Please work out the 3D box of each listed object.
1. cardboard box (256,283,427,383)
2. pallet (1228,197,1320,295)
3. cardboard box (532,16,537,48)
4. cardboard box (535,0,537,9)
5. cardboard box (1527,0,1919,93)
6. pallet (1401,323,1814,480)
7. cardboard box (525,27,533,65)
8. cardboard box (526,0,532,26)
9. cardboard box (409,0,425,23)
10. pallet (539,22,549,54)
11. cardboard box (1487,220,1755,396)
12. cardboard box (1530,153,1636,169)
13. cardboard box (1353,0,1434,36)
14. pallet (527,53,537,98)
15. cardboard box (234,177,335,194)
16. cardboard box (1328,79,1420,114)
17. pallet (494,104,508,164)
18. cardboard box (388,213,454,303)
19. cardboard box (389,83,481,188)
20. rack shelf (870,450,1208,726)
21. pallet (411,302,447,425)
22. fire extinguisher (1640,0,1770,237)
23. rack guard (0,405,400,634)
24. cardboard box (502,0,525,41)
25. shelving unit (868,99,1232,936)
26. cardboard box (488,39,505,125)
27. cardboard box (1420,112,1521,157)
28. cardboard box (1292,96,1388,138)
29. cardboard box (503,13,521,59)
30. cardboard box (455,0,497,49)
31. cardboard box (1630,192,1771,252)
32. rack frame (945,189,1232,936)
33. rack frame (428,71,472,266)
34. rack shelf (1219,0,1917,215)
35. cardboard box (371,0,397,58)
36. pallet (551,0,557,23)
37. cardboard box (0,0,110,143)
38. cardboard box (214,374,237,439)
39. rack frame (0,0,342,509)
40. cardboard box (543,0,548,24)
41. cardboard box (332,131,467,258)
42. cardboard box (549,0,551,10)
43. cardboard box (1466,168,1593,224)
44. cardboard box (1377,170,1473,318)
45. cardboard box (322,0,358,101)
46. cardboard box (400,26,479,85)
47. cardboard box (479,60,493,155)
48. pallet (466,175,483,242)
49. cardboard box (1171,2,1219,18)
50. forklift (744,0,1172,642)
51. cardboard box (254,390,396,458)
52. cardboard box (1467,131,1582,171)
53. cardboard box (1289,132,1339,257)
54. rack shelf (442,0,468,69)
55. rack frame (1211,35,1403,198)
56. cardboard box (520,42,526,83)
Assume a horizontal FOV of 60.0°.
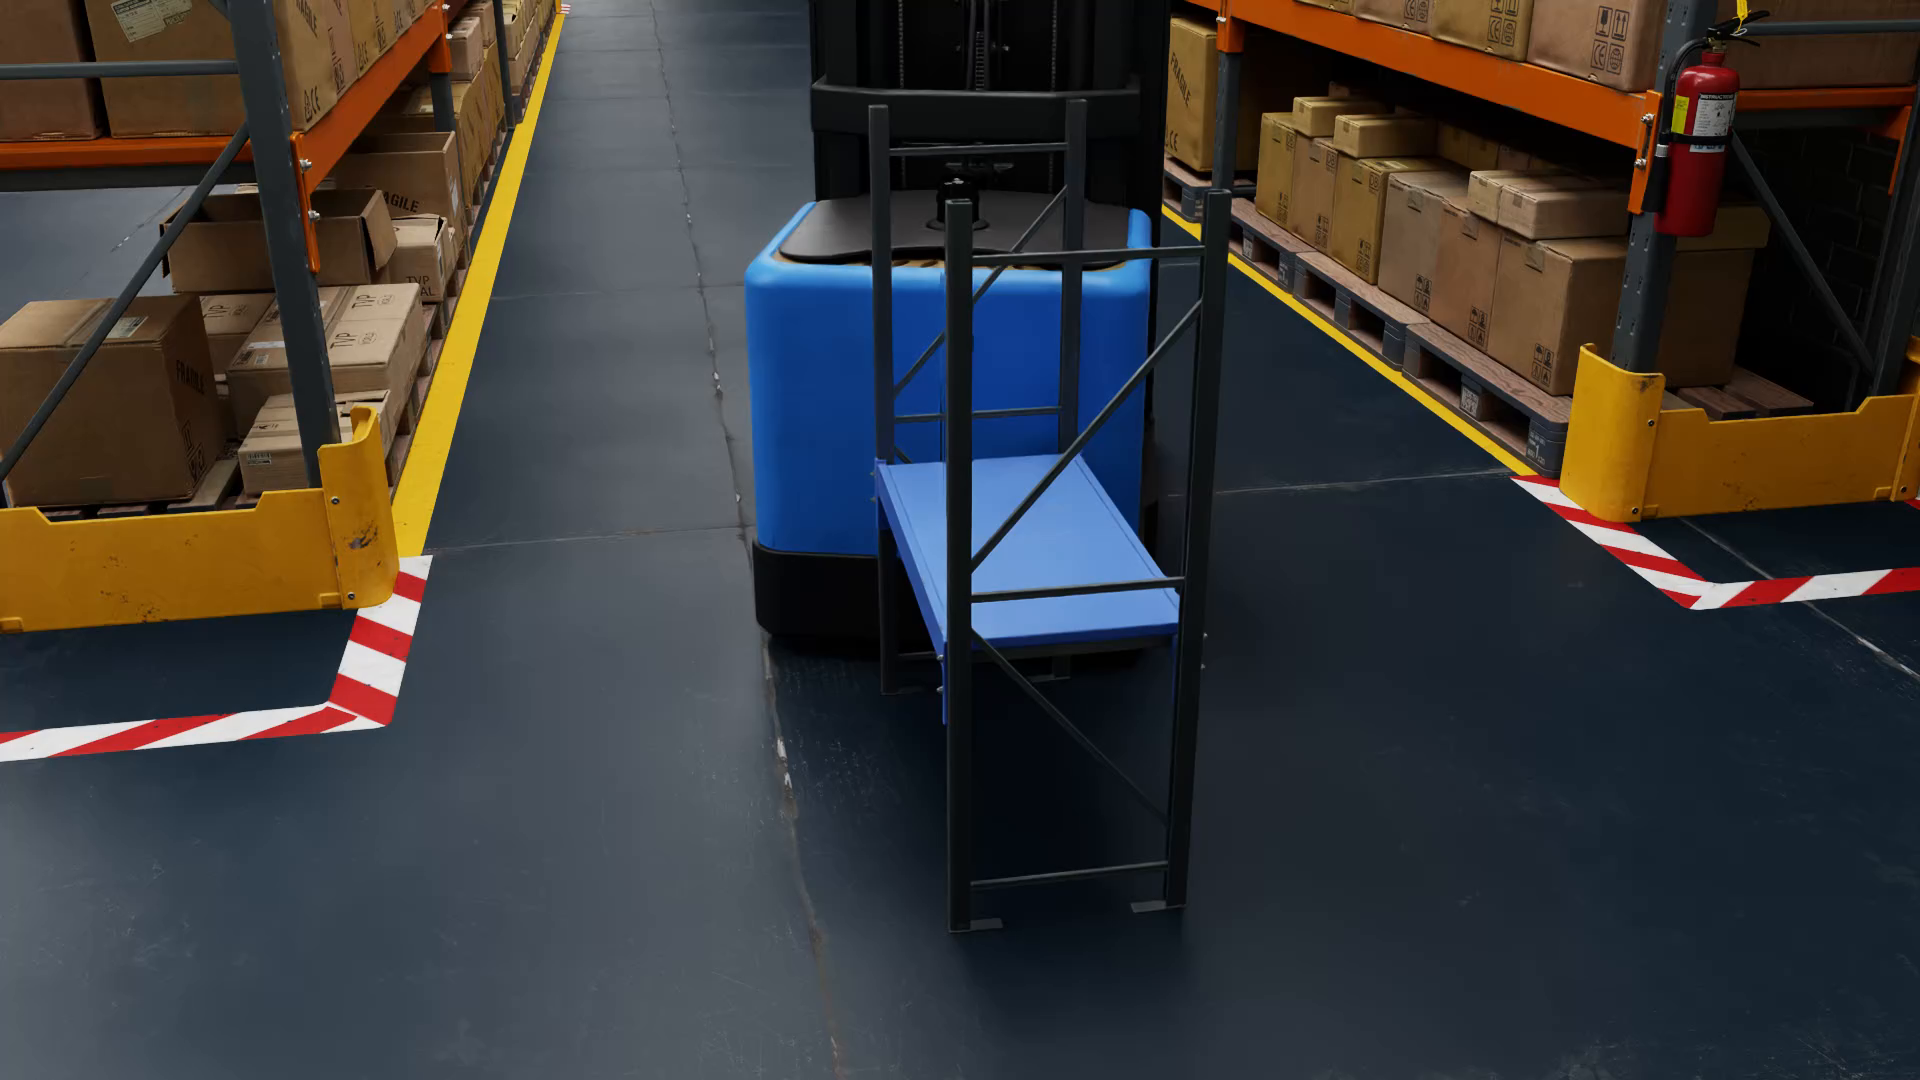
[{"bbox_3d":[-2.254,-0.747,6.099,0.500,0.250,0.500,-4,24,-10],"label":"cardboard box"},{"bbox_3d":[1.945,-1.536,8.504,1.003,0.211,1.213,-4,24,-10],"label":"pallet"},{"bbox_3d":[-4.013,-4.489,14.692,0.500,0.250,0.500,-5,24,-11],"label":"cardboard box"},{"bbox_3d":[-4.109,-4.949,15.044,0.500,0.311,0.500,-4,24,-10],"label":"cardboard box"},{"bbox_3d":[2.516,-1.883,5.439,0.980,0.700,0.700,-3,24,-7],"label":"cardboard box"},{"bbox_3d":[2.396,-0.576,6.306,1.003,0.211,1.213,-4,24,-10],"label":"pallet"},{"bbox_3d":[-3.825,-4.088,13.773,0.500,0.250,0.500,-4,24,-9],"label":"cardboard box"},{"bbox_3d":[-3.917,-4.548,14.126,0.500,0.311,0.500,-4,24,-10],"label":"cardboard box"},{"bbox_3d":[-2.545,-2.416,6.910,0.500,0.500,0.500,-4,24,-8],"label":"cardboard box"},{"bbox_3d":[-4.572,-4.936,16.287,1.003,0.211,1.213,-4,24,-10],"label":"pallet"},{"bbox_3d":[2.393,-0.861,6.071,0.700,0.500,0.500,-4,24,-10],"label":"cardboard box"},{"bbox_3d":[2.472,-1.421,6.544,0.380,0.149,0.250,-4,24,-9],"label":"cardboard box"},{"bbox_3d":[2.239,-2.469,6.780,0.980,0.700,0.700,-5,24,-12],"label":"cardboard box"},{"bbox_3d":[-4.062,-3.852,13.806,1.003,0.211,1.213,-4,24,-10],"label":"pallet"},{"bbox_3d":[-3.122,-1.539,7.836,0.500,0.311,0.500,-4,24,-10],"label":"cardboard box"},{"bbox_3d":[2.087,-2.233,8.403,0.380,0.149,0.250,-4,24,-10],"label":"cardboard box"},{"bbox_3d":[-3.626,-2.750,11.283,1.003,0.211,1.213,-4,24,-10],"label":"pallet"},{"bbox_3d":[-2.464,-1.222,7.110,0.500,0.311,0.500,-4,24,-10],"label":"cardboard box"},{"bbox_3d":[-2.946,-2.224,9.169,0.500,0.500,0.500,-4,24,-9],"label":"cardboard box"},{"bbox_3d":[0.132,0.062,3.683,0.538,0.185,1.000,-4,24,-9],"label":"rack shelf"},{"bbox_3d":[-2.632,-0.722,6.639,1.003,0.211,1.213,-4,24,-10],"label":"pallet"},{"bbox_3d":[2.195,-1.246,4.917,0.296,0.674,0.183,-4,24,-10],"label":"fire extinguisher"},{"bbox_3d":[-2.261,-0.062,4.767,1.175,0.500,0.348,-4,24,-10],"label":"rack guard"},{"bbox_3d":[-3.732,-4.148,13.210,0.500,0.311,0.500,-5,24,-11],"label":"cardboard box"},{"bbox_3d":[0.132,-0.103,3.611,0.538,1.500,1.048,-4,24,-9],"label":"shelving unit"},{"bbox_3d":[-3.323,-3.030,11.013,0.500,0.500,0.500,-3,24,-8],"label":"cardboard box"},{"bbox_3d":[2.281,-1.823,7.464,0.380,0.149,0.250,-4,24,-9],"label":"cardboard box"},{"bbox_3d":[1.802,-2.013,7.900,0.380,0.149,0.250,-4,24,-8],"label":"cardboard box"},{"bbox_3d":[-3.535,-3.741,12.279,0.500,0.311,0.500,-4,24,-8],"label":"cardboard box"},{"bbox_3d":[-3.308,-3.352,10.813,0.500,0.250,0.500,-3,24,-8],"label":"cardboard box"},{"bbox_3d":[2.612,-1.123,5.862,0.380,0.149,0.250,-4,24,-9],"label":"cardboard box"},{"bbox_3d":[0.223,0.098,3.152,0.500,1.500,0.032,-4,24,-9],"label":"rack frame"},{"bbox_3d":[-2.987,-2.751,7.801,1.000,3.000,0.127,-4,24,-10],"label":"rack frame"},{"bbox_3d":[2.251,-2.003,6.986,1.077,0.370,4.000,-4,24,-10],"label":"rack shelf"},{"bbox_3d":[-2.351,-2.014,5.990,0.500,0.500,0.500,-4,24,-9],"label":"cardboard box"},{"bbox_3d":[-5.023,-5.895,18.485,1.003,0.211,1.213,-4,24,-10],"label":"pallet"},{"bbox_3d":[-2.597,-1.379,4.536,0.500,0.500,0.500,-4,24,-8],"label":"cardboard box"},{"bbox_3d":[-2.576,-0.442,5.505,0.380,0.166,0.250,-4,24,-10],"label":"cardboard box"},{"bbox_3d":[-2.247,-1.178,4.198,1.000,3.000,0.127,-4,24,-10],"label":"rack frame"},{"bbox_3d":[-4.341,-5.232,16.392,0.500,0.250,0.500,-4,24,-10],"label":"cardboard box"},{"bbox_3d":[-2.603,-1.604,7.748,0.500,0.500,0.500,-4,24,-10],"label":"cardboard box"},{"bbox_3d":[-4.527,-5.625,17.293,0.500,0.250,0.500,-4,24,-10],"label":"cardboard box"},{"bbox_3d":[2.142,-1.295,6.256,0.380,0.149,0.250,-4,24,-8],"label":"cardboard box"},{"bbox_3d":[2.207,-1.255,6.974,0.700,0.500,0.500,-5,24,-11],"label":"cardboard box"},{"bbox_3d":[-2.171,-1.620,5.087,0.500,0.500,0.500,-5,24,-10],"label":"cardboard box"},{"bbox_3d":[-3.022,-2.752,9.441,0.500,0.250,0.500,-4,24,-10],"label":"cardboard box"},{"bbox_3d":[-3.124,-2.620,10.075,0.500,0.500,0.500,-5,24,-12],"label":"cardboard box"},{"bbox_3d":[-3.174,-1.790,9.085,1.003,0.211,1.213,-4,24,-10],"label":"pallet"},{"bbox_3d":[1.466,-2.922,10.353,0.750,0.750,0.750,-4,24,-8],"label":"cardboard box"},{"bbox_3d":[0.117,-1.606,5.264,1.130,2.935,3.031,3,24,6],"label":"forklift"},{"bbox_3d":[-2.033,-0.369,5.338,0.380,0.166,0.250,-4,24,-10],"label":"cardboard box"},{"bbox_3d":[2.376,-1.622,7.004,0.380,0.149,0.250,-4,24,-9],"label":"cardboard box"},{"bbox_3d":[2.008,-1.666,7.916,0.700,0.500,0.500,-5,24,-10],"label":"cardboard box"},{"bbox_3d":[-3.357,-3.208,9.746,1.077,0.370,4.000,-4,24,-10],"label":"rack shelf"},{"bbox_3d":[1.881,-3.119,8.644,1.000,3.000,0.127,-4,24,-10],"label":"rack frame"},{"bbox_3d":[-3.628,-3.682,12.844,0.500,0.250,0.500,-5,24,-11],"label":"cardboard box"}]
